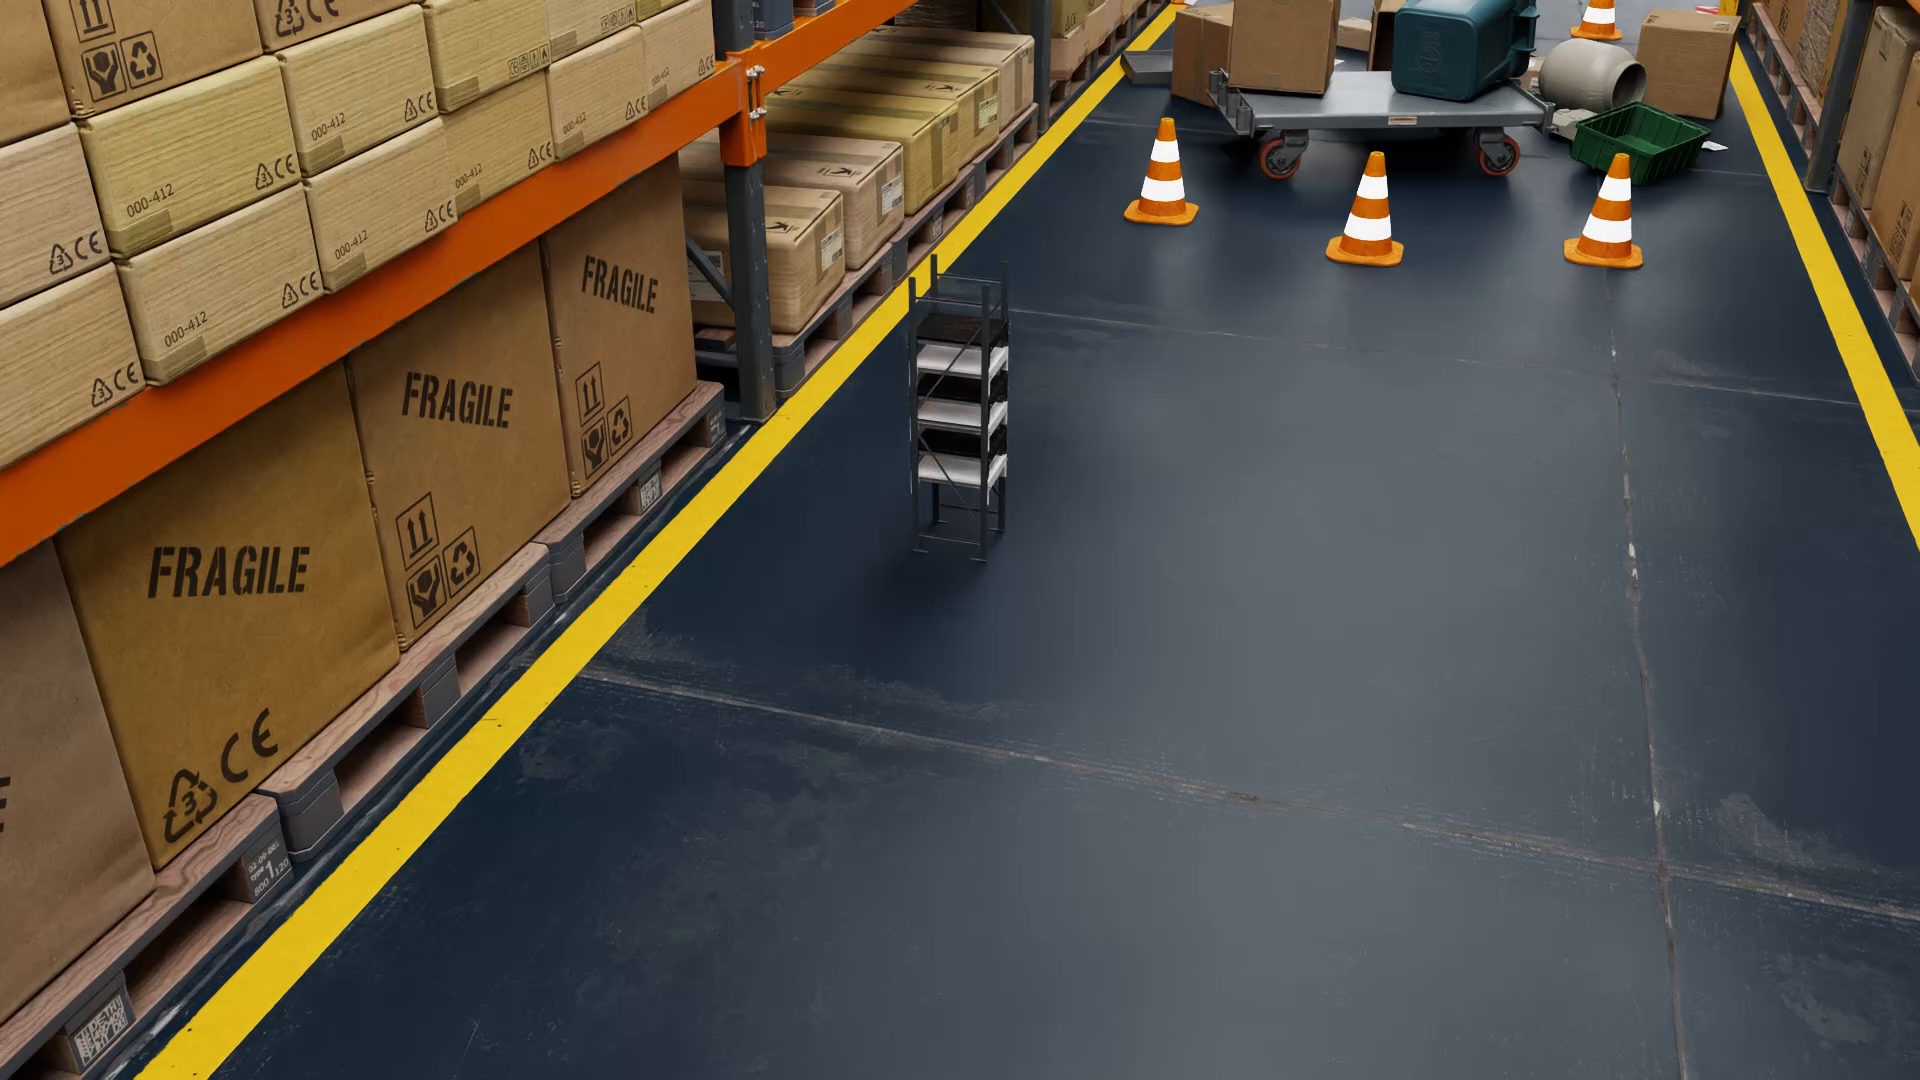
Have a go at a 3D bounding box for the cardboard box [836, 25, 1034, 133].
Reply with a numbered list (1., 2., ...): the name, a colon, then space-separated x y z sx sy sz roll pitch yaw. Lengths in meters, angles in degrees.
1. cardboard box: -0.144 -2.472 8.878 0.950 0.372 0.625 9 30 16

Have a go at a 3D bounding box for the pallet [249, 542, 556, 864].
1. pallet: -1.830 0.318 4.462 1.003 0.211 1.213 8 30 15

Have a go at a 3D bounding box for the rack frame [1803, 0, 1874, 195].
1. rack frame: 4.770 -3.021 7.595 1.000 3.000 0.127 8 30 15

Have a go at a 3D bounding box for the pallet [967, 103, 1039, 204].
1. pallet: -0.219 -2.100 8.808 1.003 0.211 1.213 8 30 15

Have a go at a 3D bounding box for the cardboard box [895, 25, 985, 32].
1. cardboard box: -0.076 -2.975 9.910 0.500 0.250 0.500 10 31 17

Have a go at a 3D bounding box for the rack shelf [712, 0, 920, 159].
1. rack shelf: -0.579 -2.437 7.285 1.077 0.370 4.000 8 30 15

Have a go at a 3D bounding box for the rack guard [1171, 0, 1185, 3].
1. rack guard: 1.160 -4.412 12.666 1.175 0.500 0.348 8 30 15

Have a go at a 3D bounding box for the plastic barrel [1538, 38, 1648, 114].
1. plastic barrel: 3.636 -2.641 9.563 0.421 0.421 0.512 -17 34 -28

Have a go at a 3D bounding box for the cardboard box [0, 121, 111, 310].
1. cardboard box: -1.815 -0.526 2.750 0.500 0.250 0.500 9 30 16

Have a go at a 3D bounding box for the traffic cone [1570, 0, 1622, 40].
1. traffic cone: 4.430 -3.727 11.474 0.336 0.463 0.334 8 30 15

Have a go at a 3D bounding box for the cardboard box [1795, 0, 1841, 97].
1. cardboard box: 5.282 -2.978 9.271 0.875 0.875 0.875 9 30 15

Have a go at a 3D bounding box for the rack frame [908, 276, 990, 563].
1. rack frame: -0.032 -0.342 4.940 0.240 0.900 0.006 8 30 15

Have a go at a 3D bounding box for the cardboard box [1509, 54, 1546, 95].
1. cardboard box: 3.513 -2.888 10.168 0.396 0.266 0.258 14 32 23

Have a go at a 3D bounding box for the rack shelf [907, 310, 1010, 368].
1. rack shelf: -0.002 -0.596 4.909 0.258 0.077 0.200 8 30 15

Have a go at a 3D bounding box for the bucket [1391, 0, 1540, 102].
1. bucket: 2.606 -2.647 8.726 0.726 0.611 0.620 20 45 32

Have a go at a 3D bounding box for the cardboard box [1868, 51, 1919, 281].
1. cardboard box: 4.387 -1.472 6.693 1.050 0.750 0.750 8 30 15

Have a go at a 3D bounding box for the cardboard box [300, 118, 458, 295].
1. cardboard box: -1.487 -0.772 3.706 0.500 0.250 0.500 8 30 14

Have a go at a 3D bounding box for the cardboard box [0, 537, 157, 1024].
1. cardboard box: -2.235 0.483 3.050 0.875 0.875 0.875 9 30 16

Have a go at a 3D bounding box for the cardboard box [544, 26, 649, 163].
1. cardboard box: -1.201 -1.244 4.555 0.500 0.250 0.500 9 30 16

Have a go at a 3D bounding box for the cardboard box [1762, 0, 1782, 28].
1. cardboard box: 5.808 -3.810 10.768 0.875 0.875 0.875 9 30 15

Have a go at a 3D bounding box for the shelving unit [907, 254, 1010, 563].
1. shelving unit: -0.002 -0.389 5.024 0.258 0.900 0.210 8 30 15

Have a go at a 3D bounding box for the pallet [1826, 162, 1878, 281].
1. pallet: 4.615 -1.433 7.609 1.003 0.211 1.213 8 30 15

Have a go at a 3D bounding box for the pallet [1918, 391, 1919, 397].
1. pallet: 3.899 -0.299 5.571 1.003 0.211 1.213 8 30 15

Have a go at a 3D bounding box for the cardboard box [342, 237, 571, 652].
1. cardboard box: -1.714 -0.354 4.554 0.875 0.875 0.875 9 30 15

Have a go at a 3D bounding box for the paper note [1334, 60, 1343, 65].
1. paper note: 2.415 -3.140 10.875 0.148 0.019 0.142 20 35 32

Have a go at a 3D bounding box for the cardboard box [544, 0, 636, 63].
1. cardboard box: -1.212 -1.474 4.455 0.500 0.250 0.500 8 30 14

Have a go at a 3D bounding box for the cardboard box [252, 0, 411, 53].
1. cardboard box: -1.518 -1.321 3.408 0.500 0.500 0.500 8 30 14

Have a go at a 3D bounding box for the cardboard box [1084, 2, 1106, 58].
1. cardboard box: 0.585 -3.148 10.219 0.500 0.250 0.500 10 31 18

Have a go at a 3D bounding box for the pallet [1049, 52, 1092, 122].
1. pallet: 0.171 -2.779 10.028 1.003 0.211 1.213 8 30 15

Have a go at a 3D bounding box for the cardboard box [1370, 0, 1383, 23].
1. cardboard box: 3.087 -3.271 10.612 0.797 0.503 0.637 -12 31 -20

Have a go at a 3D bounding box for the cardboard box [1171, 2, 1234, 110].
1. cardboard box: 1.623 -2.893 9.934 0.500 0.500 0.500 -17 34 -28

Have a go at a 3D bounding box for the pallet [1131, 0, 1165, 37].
1. pallet: 0.887 -3.913 12.067 1.003 0.211 1.213 8 30 15

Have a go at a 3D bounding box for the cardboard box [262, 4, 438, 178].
1. cardboard box: -1.495 -0.992 3.588 0.500 0.250 0.500 8 30 13

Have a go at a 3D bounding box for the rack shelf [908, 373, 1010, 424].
1. rack shelf: -0.002 -0.439 4.997 0.258 0.077 0.200 8 30 15

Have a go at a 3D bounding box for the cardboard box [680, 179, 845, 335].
1. cardboard box: -0.991 -1.118 6.445 0.950 0.372 0.625 6 30 11

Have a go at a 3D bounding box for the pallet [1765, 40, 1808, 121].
1. pallet: 5.424 -2.714 9.911 1.003 0.211 1.213 8 30 15

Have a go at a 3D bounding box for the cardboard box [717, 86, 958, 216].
1. cardboard box: -0.554 -1.814 7.696 0.950 0.372 0.625 10 30 17

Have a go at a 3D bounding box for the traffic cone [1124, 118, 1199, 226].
1. traffic cone: 0.982 -1.796 8.002 0.336 0.463 0.334 8 30 15

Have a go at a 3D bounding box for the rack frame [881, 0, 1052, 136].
1. rack frame: 0.008 -3.680 8.780 1.000 3.000 0.127 8 30 15

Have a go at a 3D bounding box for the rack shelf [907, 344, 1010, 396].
1. rack shelf: -0.002 -0.518 4.953 0.258 0.077 0.200 8 30 15

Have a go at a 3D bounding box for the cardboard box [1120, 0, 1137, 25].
1. cardboard box: 0.894 -3.624 11.075 0.500 0.250 0.500 7 30 13

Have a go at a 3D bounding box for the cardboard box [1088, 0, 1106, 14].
1. cardboard box: 0.585 -3.476 10.038 0.500 0.500 0.500 10 31 17

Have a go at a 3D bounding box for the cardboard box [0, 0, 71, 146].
1. cardboard box: -1.813 -0.847 2.556 0.500 0.500 0.500 8 30 15

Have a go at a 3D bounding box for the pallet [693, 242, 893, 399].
1. pallet: -0.935 -0.966 6.769 1.003 0.211 1.213 8 30 15

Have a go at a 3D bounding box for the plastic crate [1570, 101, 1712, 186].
1. plastic crate: 3.568 -2.085 8.746 0.662 0.188 0.450 -24 47 -37

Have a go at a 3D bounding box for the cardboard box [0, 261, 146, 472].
1. cardboard box: -1.808 -0.305 2.866 0.500 0.250 0.500 8 30 14
